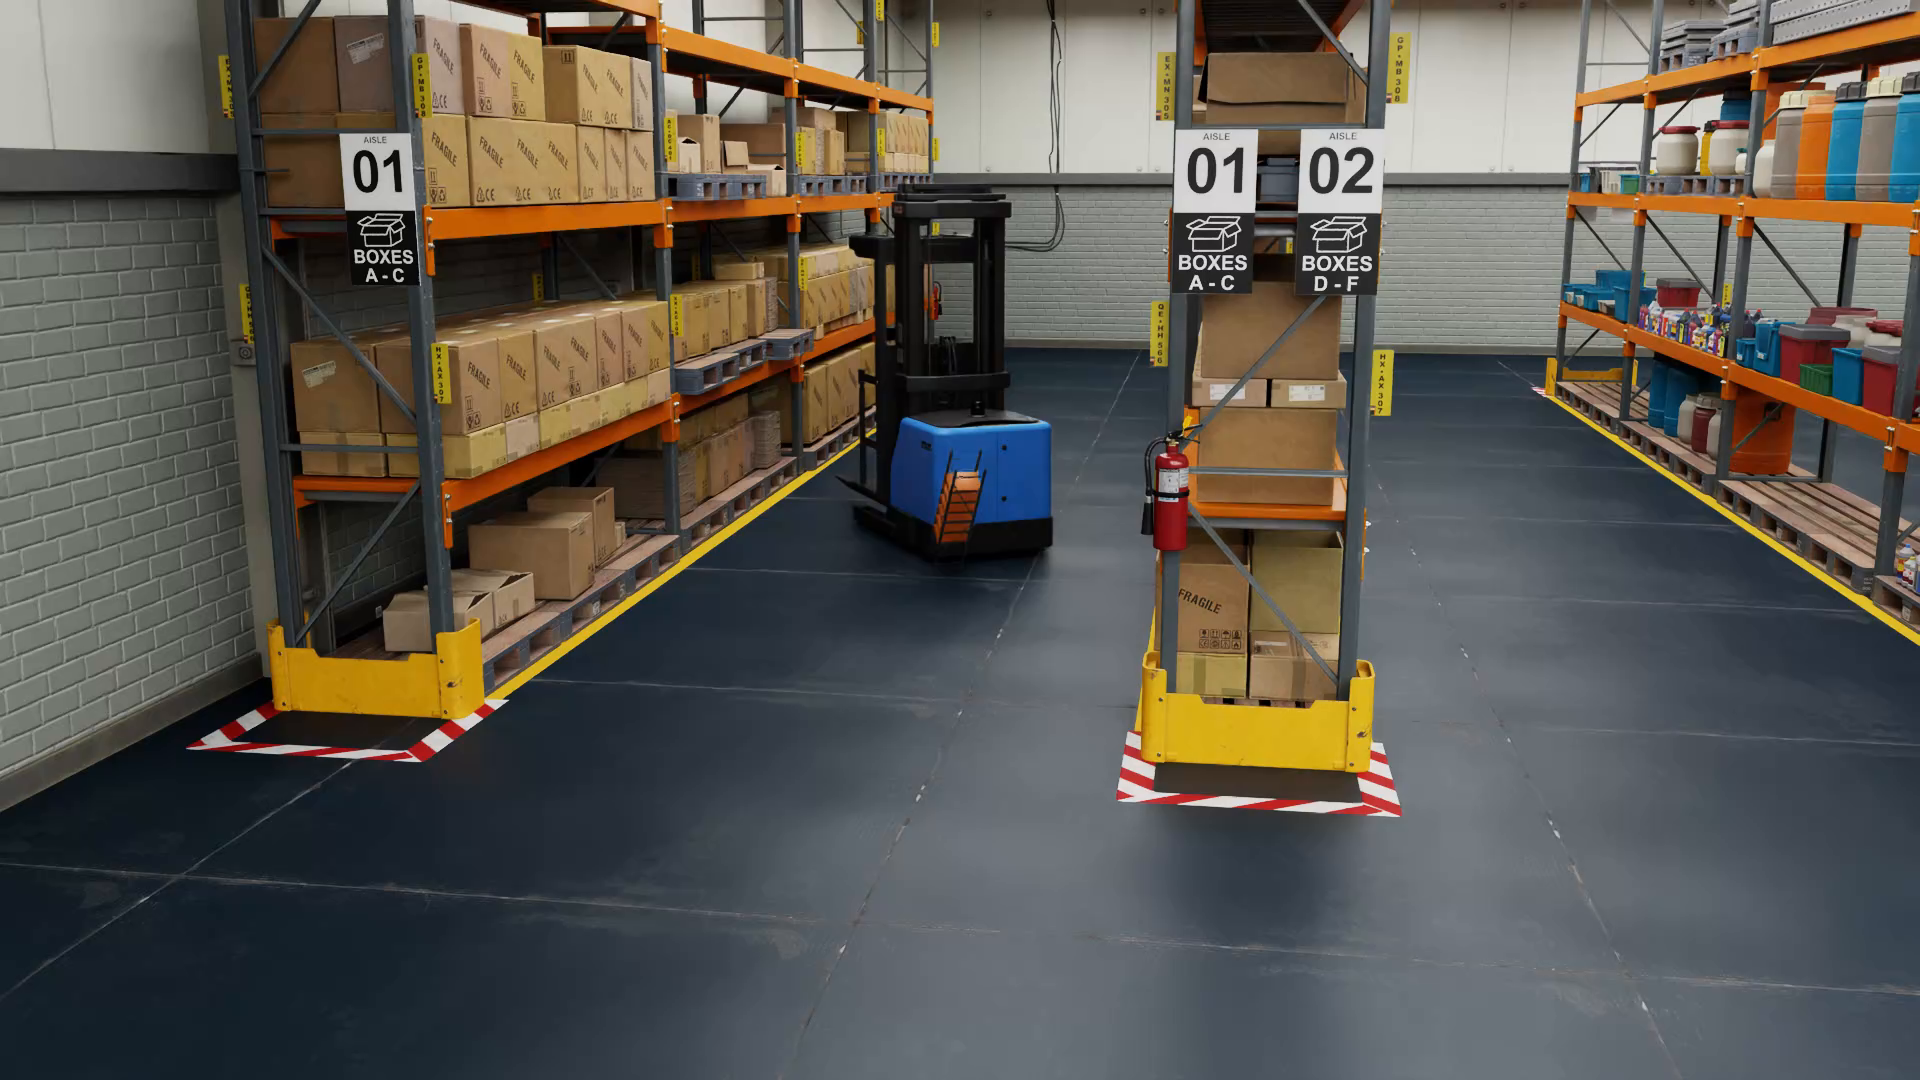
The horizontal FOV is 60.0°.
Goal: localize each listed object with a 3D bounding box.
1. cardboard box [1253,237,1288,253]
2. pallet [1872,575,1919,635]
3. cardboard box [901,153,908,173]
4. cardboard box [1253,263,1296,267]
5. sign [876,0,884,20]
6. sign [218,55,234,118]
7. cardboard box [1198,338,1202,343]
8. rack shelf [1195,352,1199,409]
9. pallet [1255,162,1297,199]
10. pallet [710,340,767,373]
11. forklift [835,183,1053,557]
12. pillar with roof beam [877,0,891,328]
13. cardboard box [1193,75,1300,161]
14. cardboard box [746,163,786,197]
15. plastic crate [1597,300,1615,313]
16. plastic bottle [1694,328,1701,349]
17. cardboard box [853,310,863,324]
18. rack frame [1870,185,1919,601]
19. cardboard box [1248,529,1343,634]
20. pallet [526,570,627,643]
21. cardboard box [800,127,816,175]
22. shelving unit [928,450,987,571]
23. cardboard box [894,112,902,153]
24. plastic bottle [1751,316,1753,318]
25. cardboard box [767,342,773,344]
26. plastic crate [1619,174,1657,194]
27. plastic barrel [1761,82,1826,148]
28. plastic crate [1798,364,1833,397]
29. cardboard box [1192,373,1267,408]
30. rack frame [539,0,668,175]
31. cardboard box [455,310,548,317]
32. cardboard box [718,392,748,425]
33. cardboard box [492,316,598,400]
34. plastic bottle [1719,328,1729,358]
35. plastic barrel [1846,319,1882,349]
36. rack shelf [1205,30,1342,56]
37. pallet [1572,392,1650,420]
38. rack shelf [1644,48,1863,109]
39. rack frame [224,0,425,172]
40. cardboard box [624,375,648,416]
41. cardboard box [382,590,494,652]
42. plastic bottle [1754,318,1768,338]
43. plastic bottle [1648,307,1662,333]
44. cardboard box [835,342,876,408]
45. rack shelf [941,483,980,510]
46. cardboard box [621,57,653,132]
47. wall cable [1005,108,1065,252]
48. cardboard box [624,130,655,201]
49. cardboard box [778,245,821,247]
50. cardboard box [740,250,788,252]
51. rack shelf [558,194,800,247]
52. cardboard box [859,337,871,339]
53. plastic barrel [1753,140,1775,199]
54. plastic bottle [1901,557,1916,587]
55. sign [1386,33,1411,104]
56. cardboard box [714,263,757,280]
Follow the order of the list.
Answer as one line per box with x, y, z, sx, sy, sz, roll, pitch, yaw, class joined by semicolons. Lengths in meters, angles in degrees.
3.741;-3.462;20.327;0.500;0.500;0.500;2;12;10;cardboard box
6.910;0.493;11.205;1.003;0.211;1.213;2;12;9;pallet
-0.974;-4.990;22.030;0.500;0.250;0.500;2;12;7;cardboard box
1.867;-1.447;10.271;0.700;0.500;0.500;2;12;9;cardboard box
-0.966;-6.408;19.962;0.100;0.325;0.005;2;12;9;sign
-3.895;-2.418;8.873;0.100;0.325;0.005;2;12;9;sign
1.734;-1.218;10.748;0.380;0.149;0.250;2;12;7;cardboard box
2.468;-1.235;14.310;1.077;0.370;4.000;2;12;9;rack shelf
1.865;-2.161;9.993;1.003;0.211;1.213;2;12;9;pallet
-2.384;-1.655;15.009;1.003;0.211;1.213;2;12;9;pallet
-0.289;-1.563;14.289;1.130;2.935;3.031;-5;13;-22;forklift
2.925;-7.211;26.093;9.100;9.000;0.400;2;12;9;pillar with roof beam
1.783;-2.622;10.345;0.797;0.503;0.637;3;13;15;cardboard box
-1.964;-3.436;15.862;0.500;0.311;0.500;2;12;9;cardboard box
8.256;-2.947;21.030;0.293;0.136;0.466;2;12;9;plastic crate
7.471;-2.035;16.789;0.097;0.201;0.097;0;12;0;plastic bottle
-1.359;-2.640;19.671;0.380;0.149;0.250;2;12;9;cardboard box
7.054;-1.009;11.554;1.000;3.000;0.127;2;12;9;rack frame
1.923;0.226;9.573;0.500;0.500;0.500;2;12;9;cardboard box
-2.988;0.429;11.501;1.003;0.211;1.213;2;12;9;pallet
-1.974;-4.222;18.063;0.700;0.500;0.500;3;12;12;cardboard box
-0.027;-0.211;12.500;0.258;1.200;0.189;-3;53;-13;shelving unit
-1.045;-5.255;21.481;0.500;0.500;0.500;2;12;7;cardboard box
8.282;-2.210;17.436;0.097;0.271;0.097;0;12;0;plastic bottle
-1.840;-2.110;17.215;0.380;0.149;0.250;2;12;8;cardboard box
8.109;-4.258;19.910;0.416;0.233;0.300;2;12;9;plastic crate
7.760;-3.841;15.560;0.600;0.830;0.708;2;12;9;plastic barrel
7.043;-1.277;13.301;0.450;0.188;0.662;2;12;9;plastic crate
1.416;-0.789;8.757;0.380;0.149;0.250;2;12;8;cardboard box
-2.735;-4.262;12.411;1.000;3.000;0.127;2;12;9;rack frame
-3.179;-1.331;11.576;0.500;0.500;0.500;2;12;10;cardboard box
-2.328;-1.254;15.801;0.500;0.250;0.500;2;12;10;cardboard box
-2.740;-1.207;11.005;0.500;0.500;0.500;2;12;10;cardboard box
7.310;-1.882;15.885;0.061;0.283;0.133;2;12;9;plastic bottle
7.658;-1.587;13.973;0.421;0.512;0.421;0;12;0;plastic barrel
2.468;-3.972;13.720;1.077;0.370;4.000;2;12;9;rack shelf
8.545;-1.720;21.473;1.003;0.211;1.213;2;12;9;pallet
7.977;-4.643;16.835;1.077;0.370;4.000;2;12;9;rack shelf
-3.350;-3.430;8.548;1.000;3.000;0.127;2;12;9;rack frame
-2.593;-1.054;12.074;0.500;0.250;0.500;2;12;9;cardboard box
-3.155;0.461;10.071;0.500;0.311;0.500;0;12;2;cardboard box
8.269;-2.149;17.140;0.152;0.276;0.135;2;12;9;plastic bottle
7.781;-2.453;18.551;0.152;0.276;0.135;2;12;9;plastic bottle
-1.476;-2.010;20.306;0.750;0.750;0.750;2;12;9;cardboard box
0.002;-0.330;12.348;0.258;0.103;0.180;-3;53;-13;rack shelf
-2.544;-3.230;12.085;0.500;0.500;0.500;1;12;4;cardboard box
0.334;-6.408;29.739;3.097;2.526;0.112;2;12;9;wall cable
-2.569;-2.741;12.187;0.500;0.500;0.500;2;12;10;cardboard box
-1.906;-3.369;19.736;0.500;0.250;0.500;2;12;9;cardboard box
-2.141;-3.050;18.256;0.500;0.250;0.500;2;12;7;cardboard box
-2.427;-2.861;14.735;1.077;0.370;4.000;2;12;9;rack shelf
-1.309;-2.695;22.776;0.380;0.149;0.250;2;12;8;cardboard box
7.319;-3.308;14.836;0.421;0.512;0.421;0;12;0;plastic barrel
6.557;0.217;11.462;0.097;0.201;0.097;0;12;0;plastic bottle
2.093;-2.250;7.933;0.100;0.325;0.005;2;12;9;sign
-2.178;-2.603;16.131;0.380;0.149;0.250;0;12;-1;cardboard box
